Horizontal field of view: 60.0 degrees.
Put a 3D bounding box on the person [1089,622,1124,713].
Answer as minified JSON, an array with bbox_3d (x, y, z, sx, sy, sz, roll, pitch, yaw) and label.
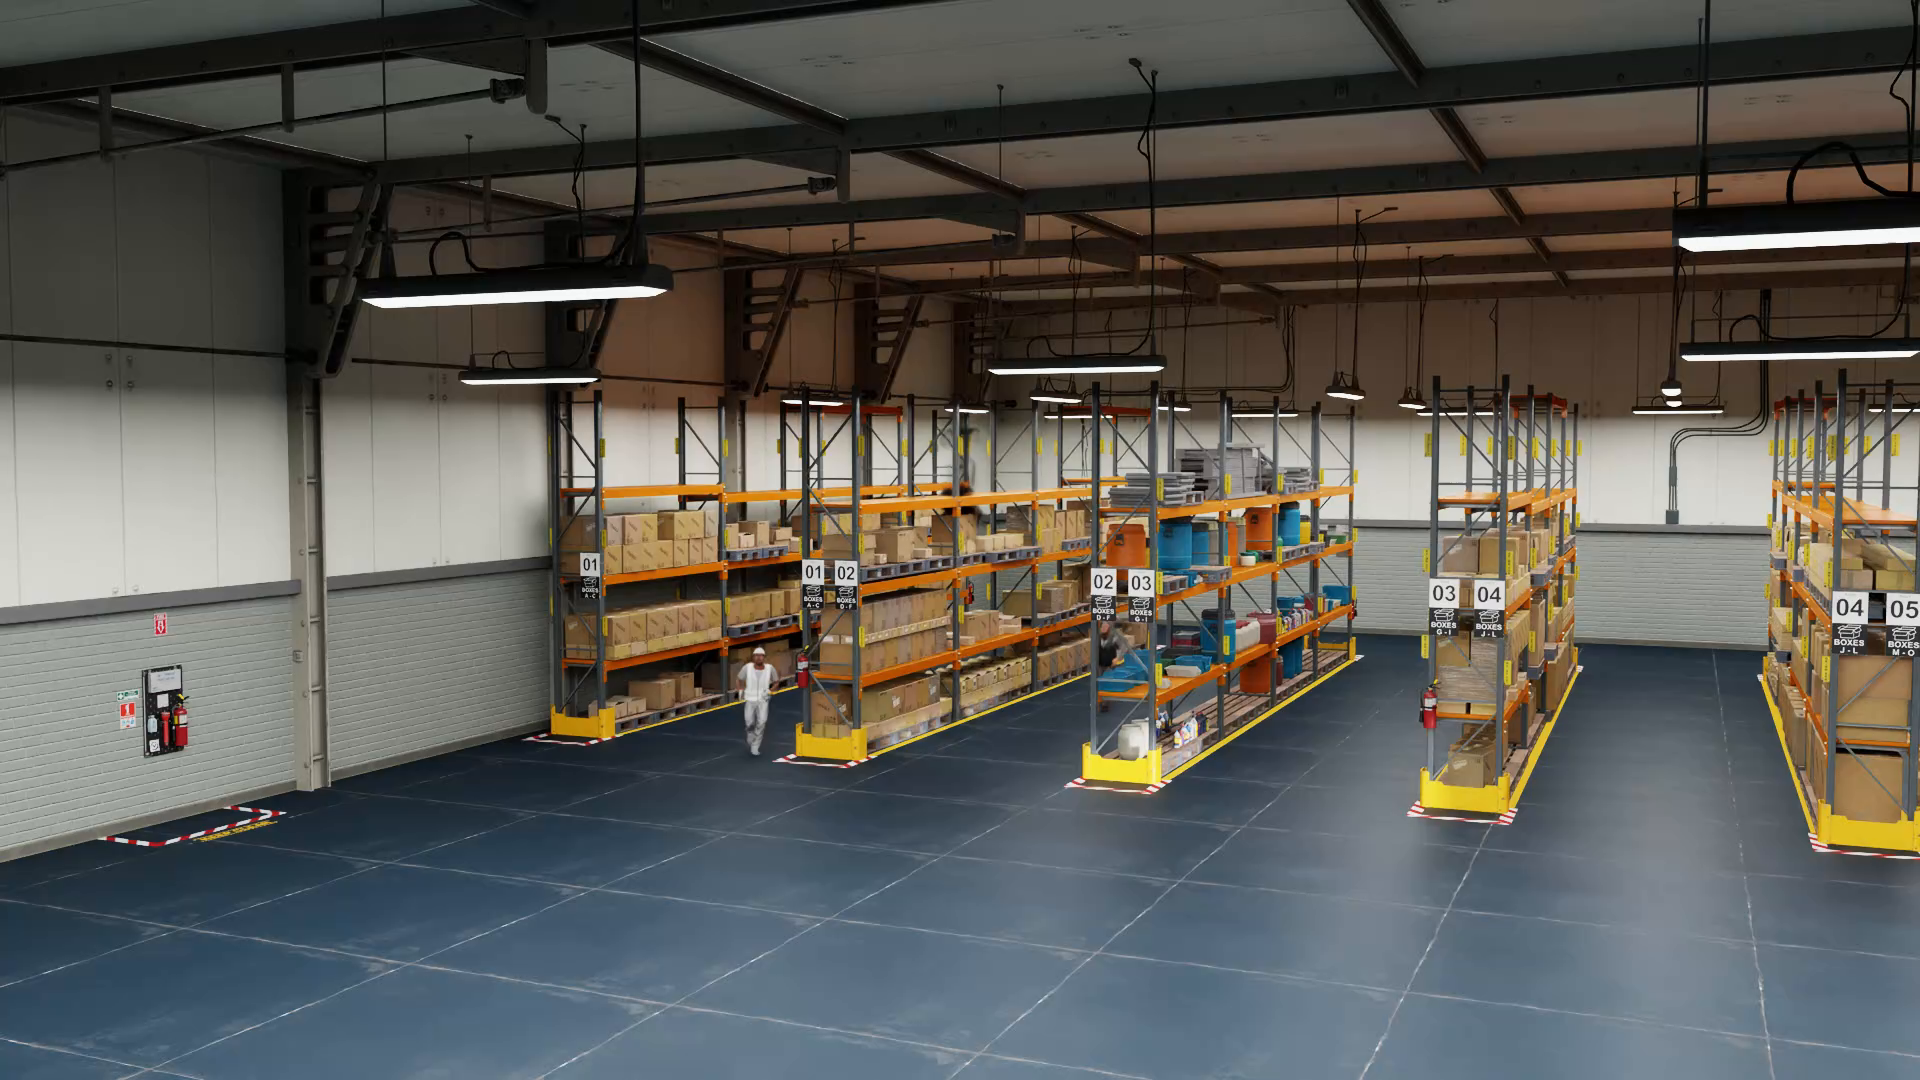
[{"bbox_3d":[2.794,2.413,31.725,0.682,1.702,0.605,1,3,17],"label":"person"}]

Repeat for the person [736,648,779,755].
[{"bbox_3d":[-3.332,2.636,27.370,0.699,1.736,0.567,-1,3,-10],"label":"person"}]
